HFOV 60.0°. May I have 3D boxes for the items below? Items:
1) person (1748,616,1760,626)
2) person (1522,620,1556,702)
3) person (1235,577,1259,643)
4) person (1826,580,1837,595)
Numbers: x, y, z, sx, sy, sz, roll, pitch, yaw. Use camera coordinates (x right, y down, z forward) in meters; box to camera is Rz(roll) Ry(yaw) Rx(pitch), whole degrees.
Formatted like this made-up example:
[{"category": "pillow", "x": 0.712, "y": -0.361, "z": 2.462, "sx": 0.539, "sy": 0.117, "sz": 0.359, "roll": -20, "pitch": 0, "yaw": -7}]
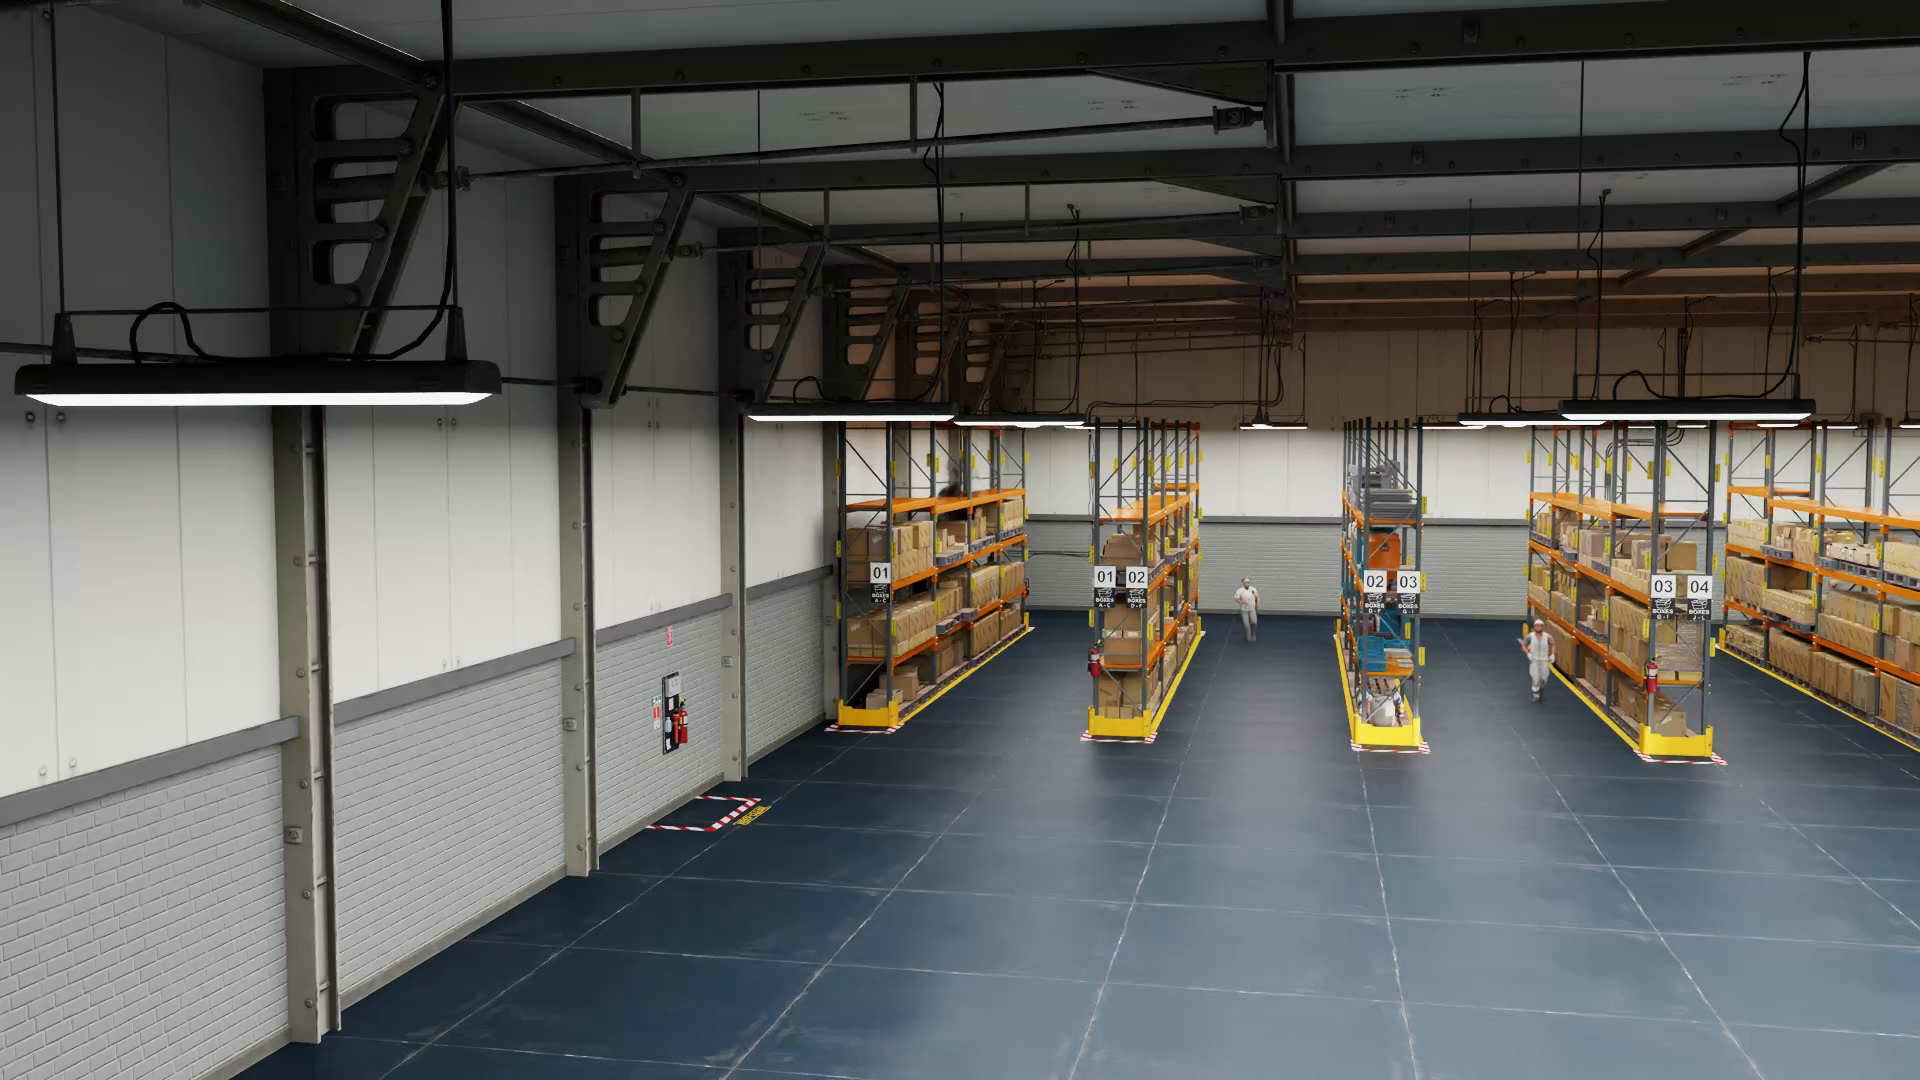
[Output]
[{"category": "person", "x": 21.691, "y": 1.983, "z": 45.193, "sx": 0.571, "sy": 1.599, "sz": 0.815, "roll": 3, "pitch": 5, "yaw": 41}, {"category": "person", "x": 12.311, "y": 2.561, "z": 35.367, "sx": 0.692, "sy": 1.742, "sz": 0.622, "roll": 1, "pitch": 4, "yaw": 12}, {"category": "person", "x": 7.833, "y": 1.916, "z": 45.345, "sx": 0.691, "sy": 1.815, "sz": 0.618, "roll": 0, "pitch": 4, "yaw": 0}, {"category": "person", "x": 23.594, "y": 1.948, "z": 44.854, "sx": 0.696, "sy": 1.758, "sz": 0.737, "roll": 1, "pitch": 4, "yaw": 11}]
